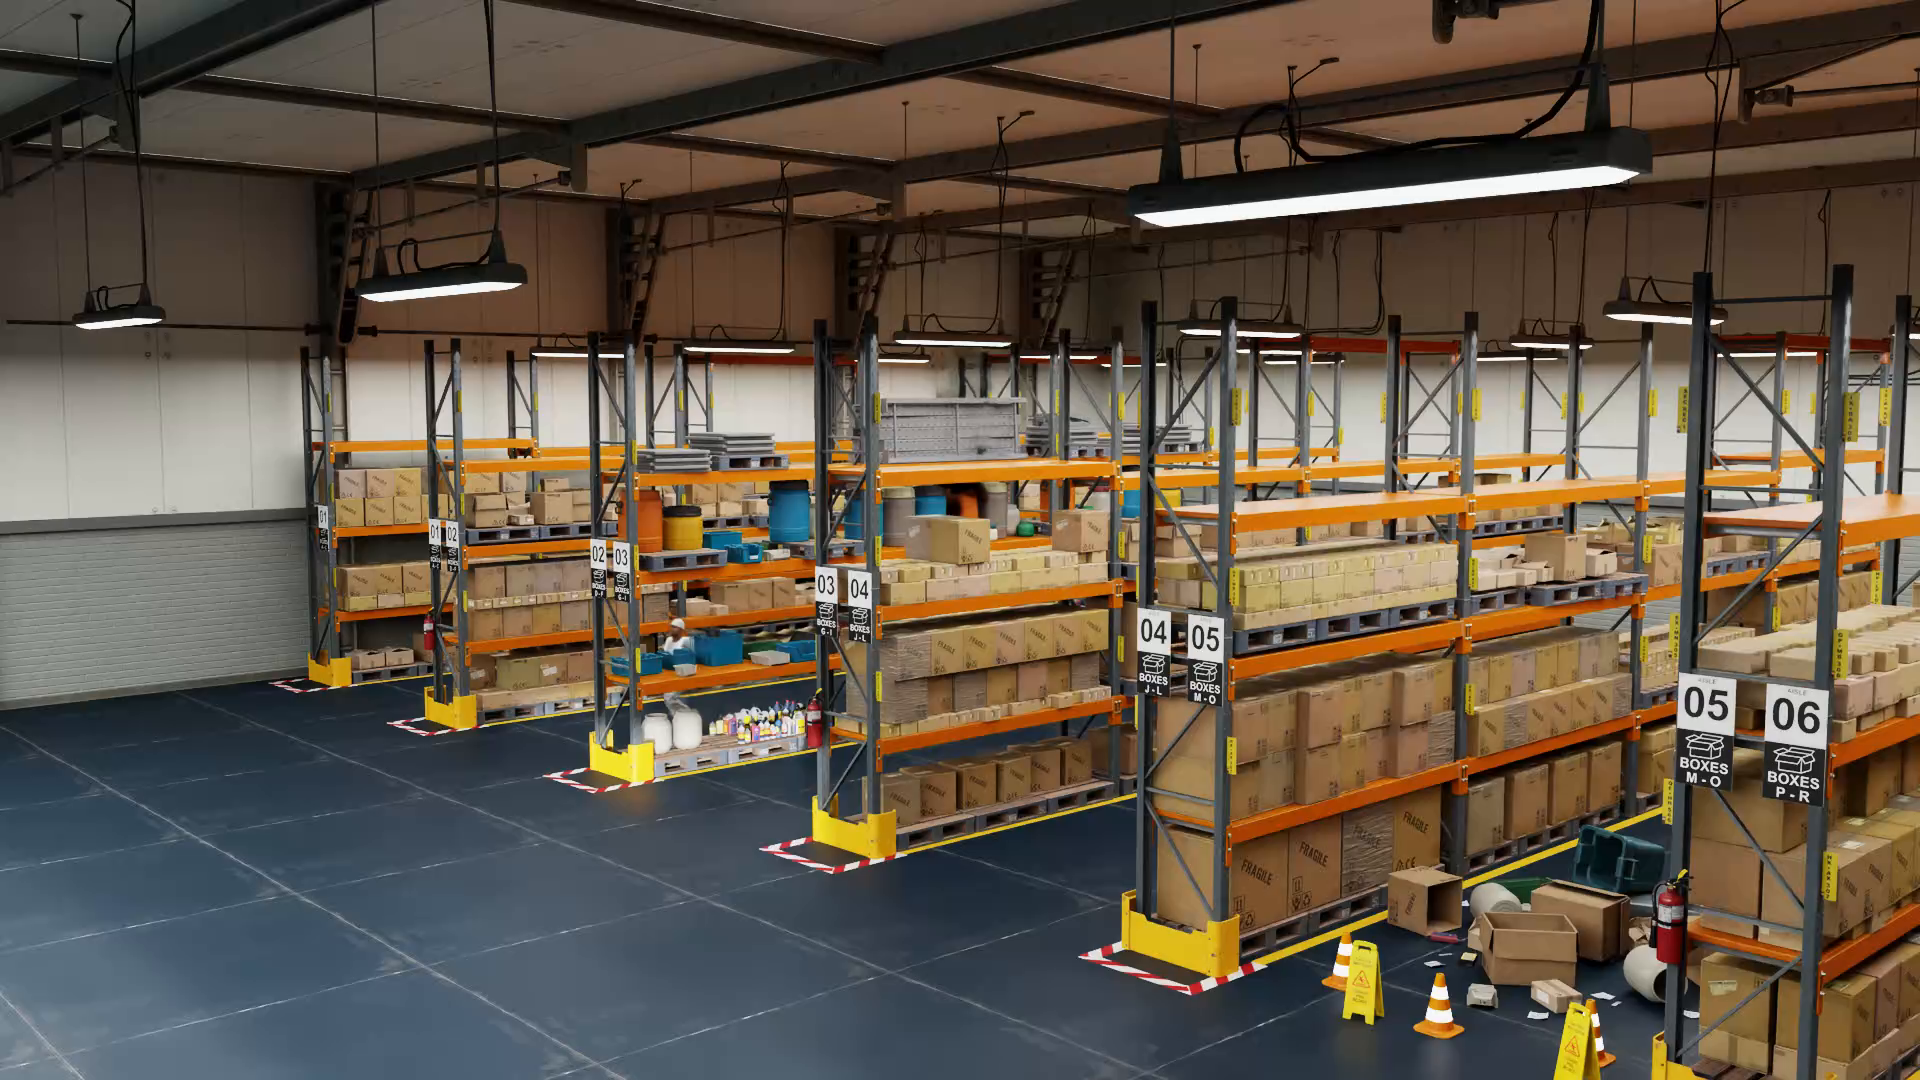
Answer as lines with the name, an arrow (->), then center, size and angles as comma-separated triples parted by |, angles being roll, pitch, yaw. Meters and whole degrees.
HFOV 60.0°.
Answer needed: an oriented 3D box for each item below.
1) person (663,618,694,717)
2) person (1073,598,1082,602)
person -> -4.353, 2.065, 25.253 | 0.669, 1.736, 0.589 | 5, 7, 42
person -> 2.312, 1.477, 32.625 | 0.523, 1.719, 0.766 | 4, 6, 38
